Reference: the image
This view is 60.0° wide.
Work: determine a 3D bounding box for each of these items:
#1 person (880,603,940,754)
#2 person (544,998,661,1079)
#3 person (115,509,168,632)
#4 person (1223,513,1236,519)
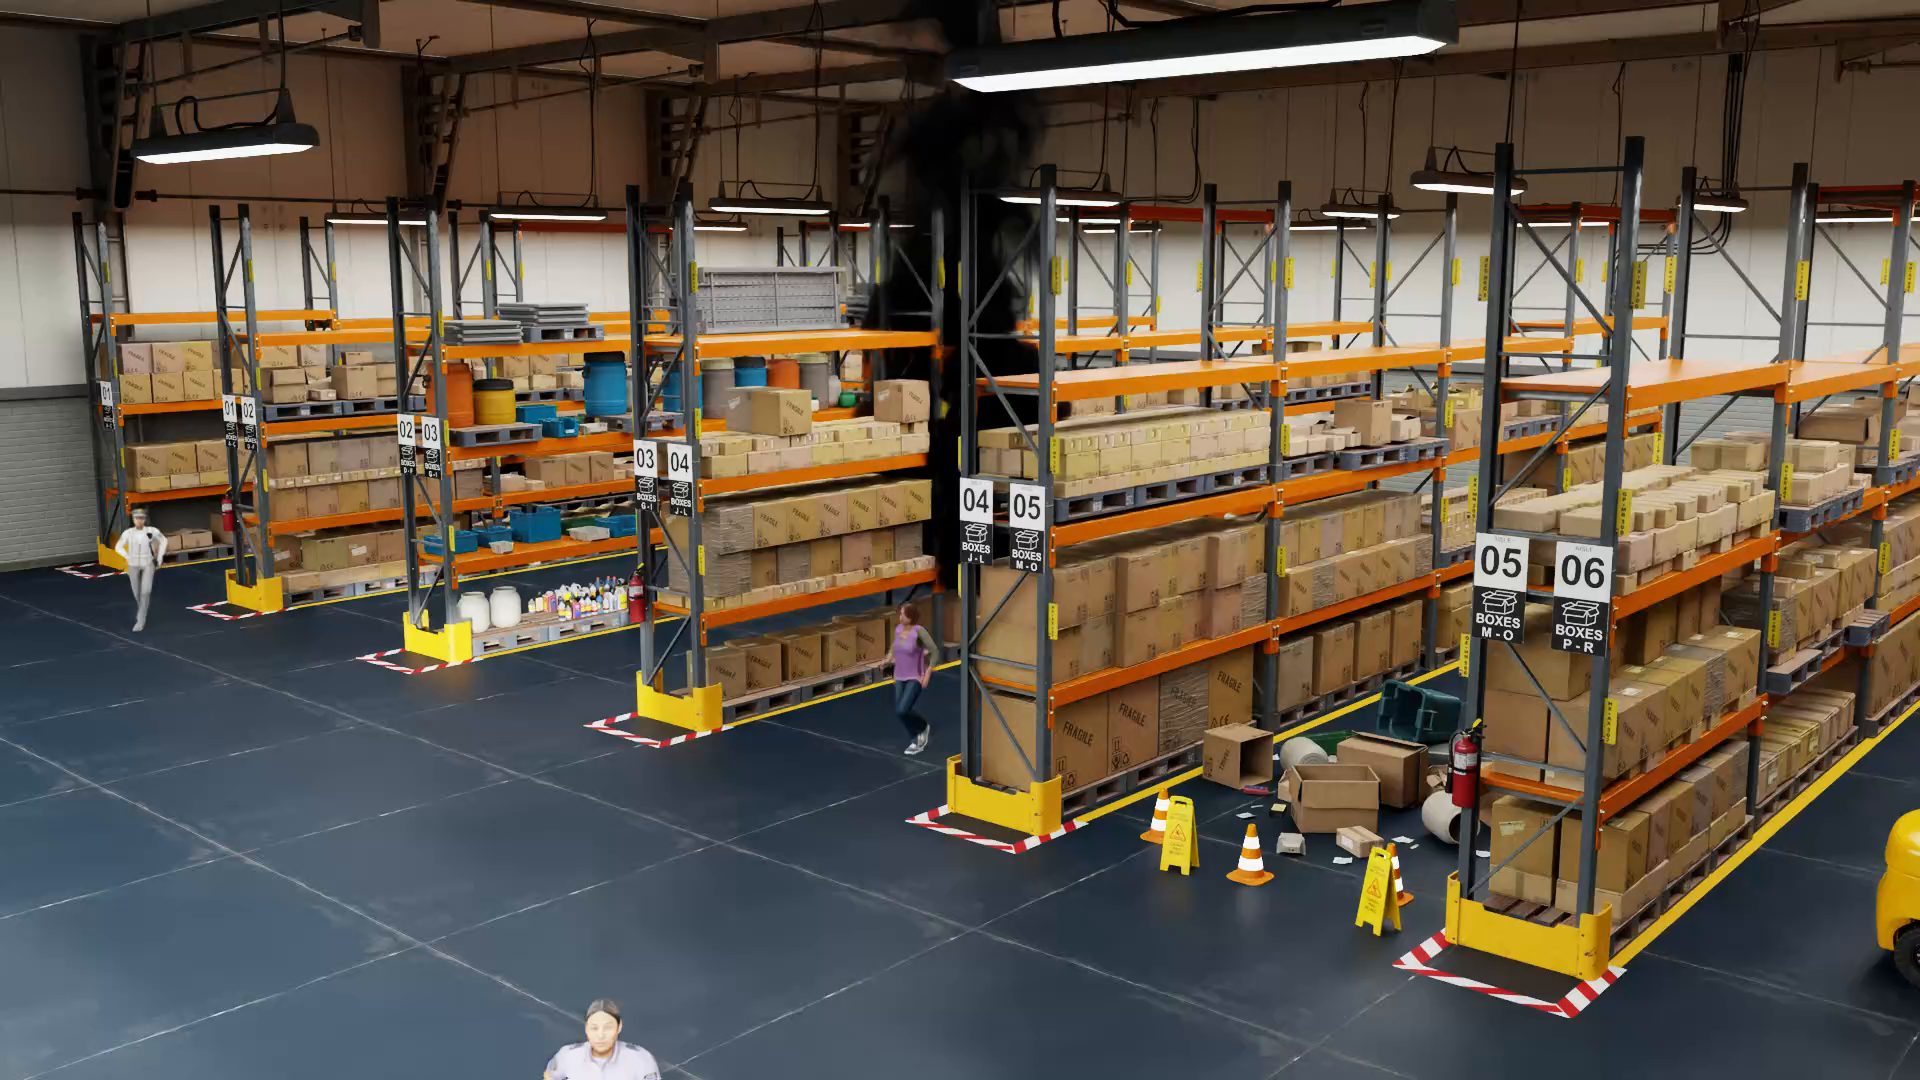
[{"bbox_3d":[-0.530,1.388,16.511,0.558,1.544,0.507,8,12,40],"label":"person"},{"bbox_3d":[-1.724,3.042,8.102,0.579,1.711,0.764,-2,10,-11],"label":"person"},{"bbox_3d":[-11.705,0.390,23.793,0.651,1.712,0.901,-2,10,-14],"label":"person"},{"bbox_3d":[3.493,0.465,21.768,0.625,1.643,0.662,6,11,30],"label":"person"}]
